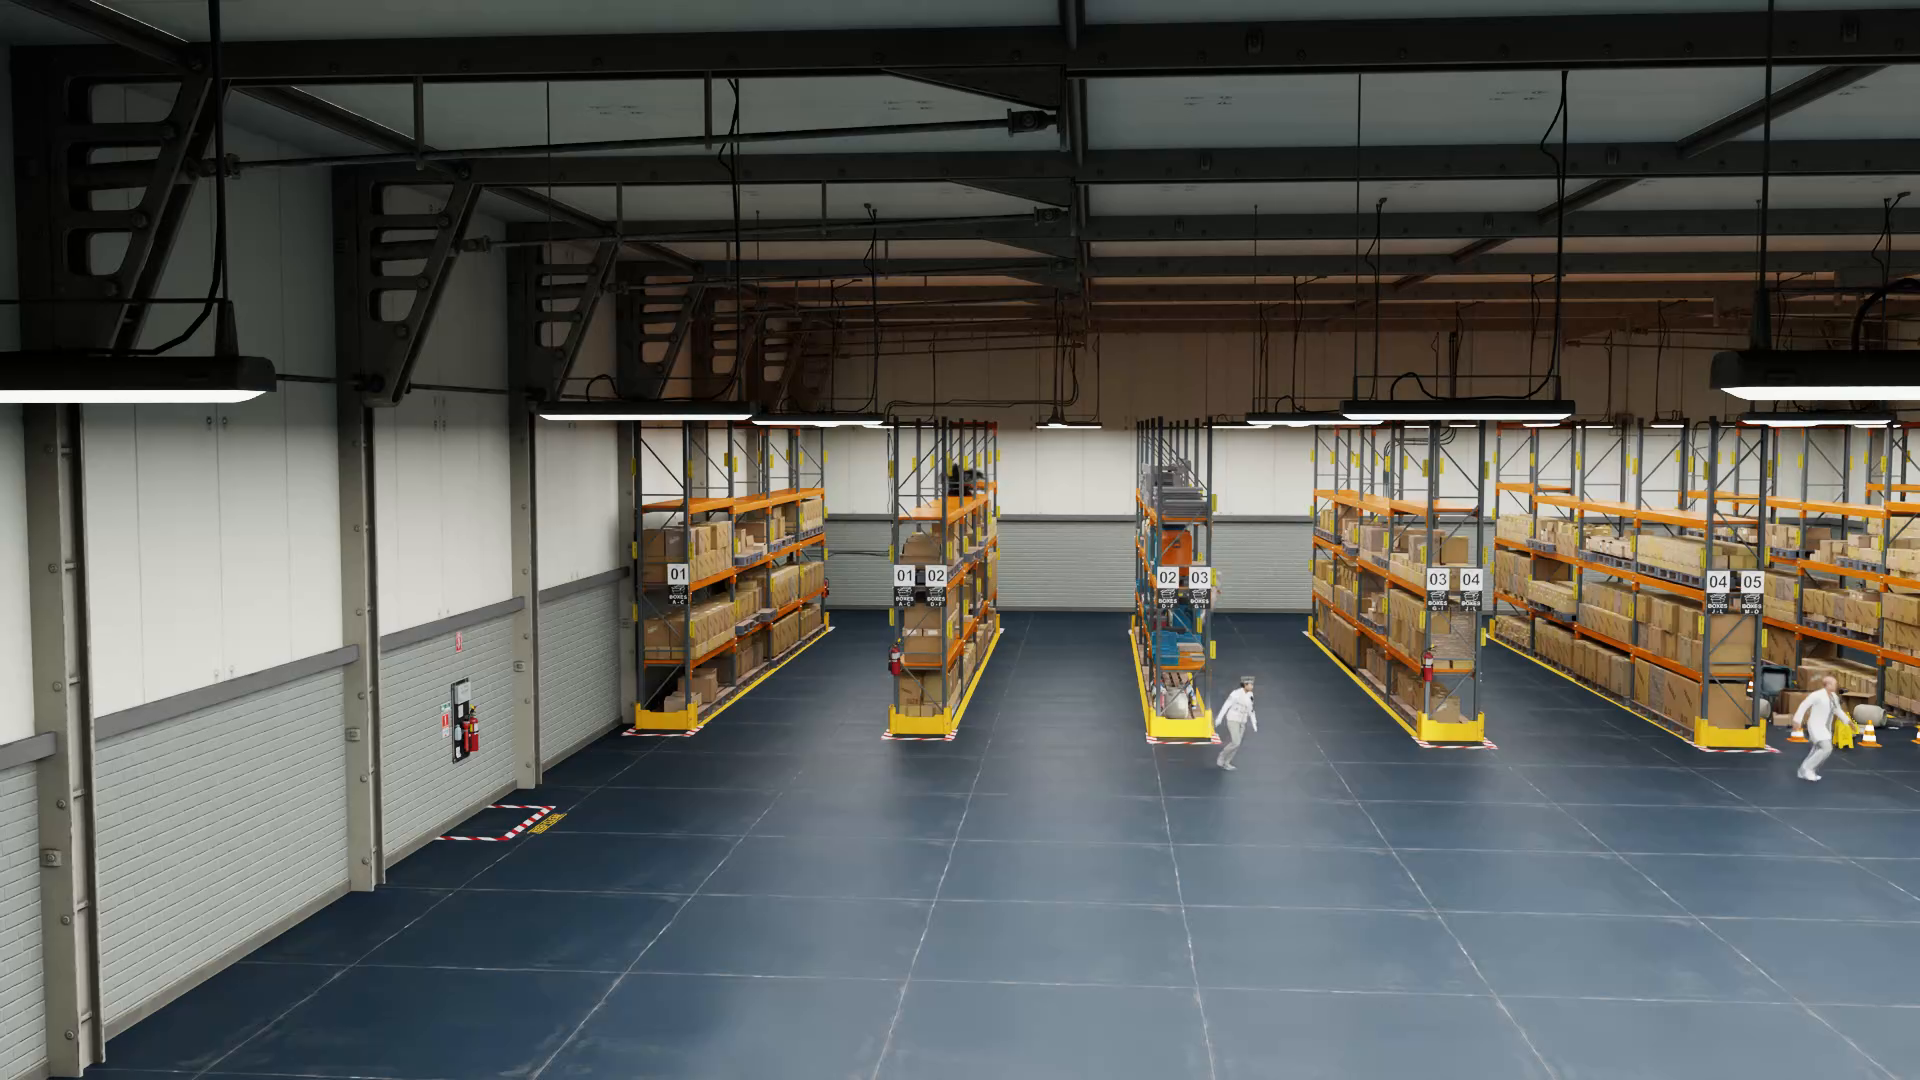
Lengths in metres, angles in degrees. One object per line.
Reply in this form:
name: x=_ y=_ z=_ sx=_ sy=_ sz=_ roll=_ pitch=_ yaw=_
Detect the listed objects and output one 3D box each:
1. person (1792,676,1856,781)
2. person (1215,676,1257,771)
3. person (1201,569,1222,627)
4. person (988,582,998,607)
person: x=14.071 y=3.074 z=27.058 sx=0.697 sy=1.727 sz=0.816 roll=-2 pitch=4 yaw=-33
person: x=4.674 y=3.088 z=28.047 sx=0.620 sy=1.619 sz=0.556 roll=-3 pitch=5 yaw=-37
person: x=7.243 y=1.726 z=48.222 sx=0.685 sy=1.780 sz=0.829 roll=-2 pitch=4 yaw=-25
person: x=0.805 y=1.677 z=50.463 sx=0.629 sy=1.630 sz=0.919 roll=-1 pitch=4 yaw=-15
